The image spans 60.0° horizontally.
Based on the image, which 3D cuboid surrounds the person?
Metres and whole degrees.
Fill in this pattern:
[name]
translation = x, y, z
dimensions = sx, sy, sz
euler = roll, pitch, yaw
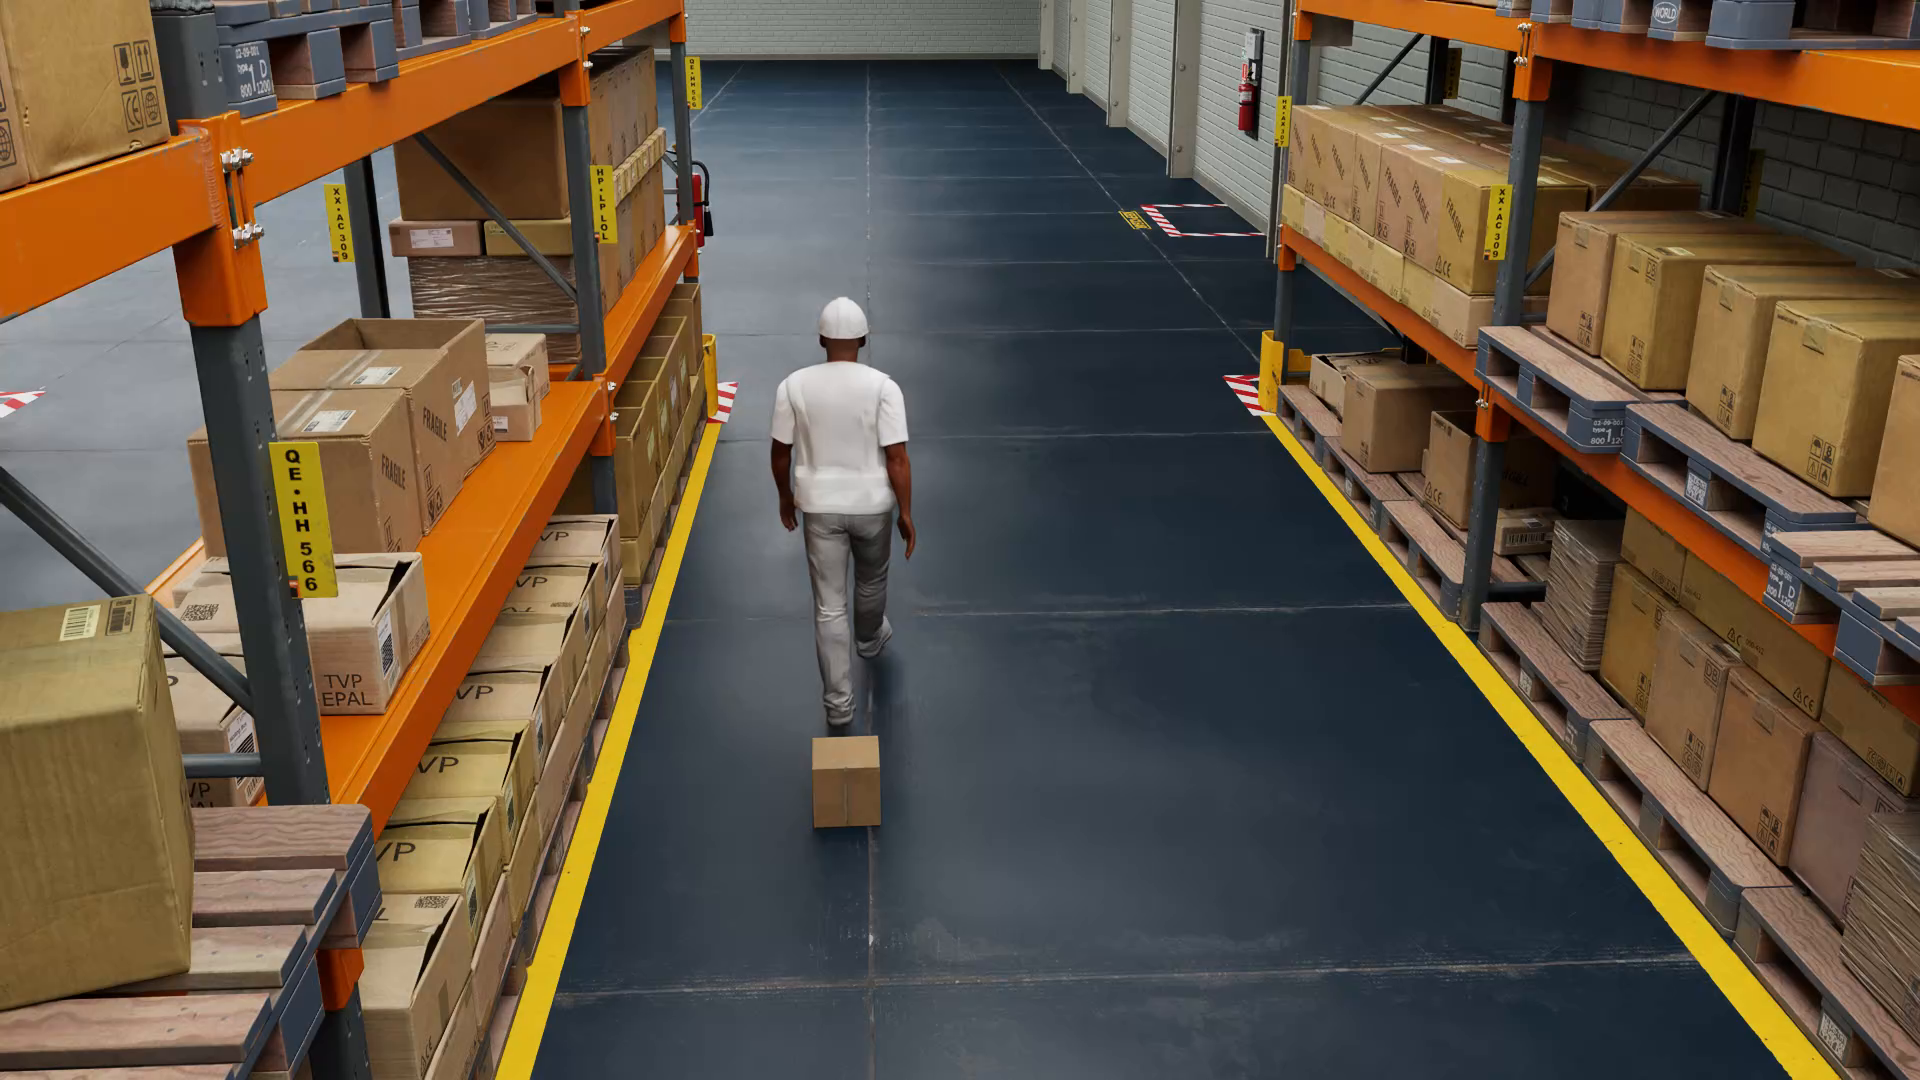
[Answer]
[person]
translation = -0.491, -0.174, 7.024
dimensions = 0.603, 1.703, 1.065
euler = -1, 20, -2
